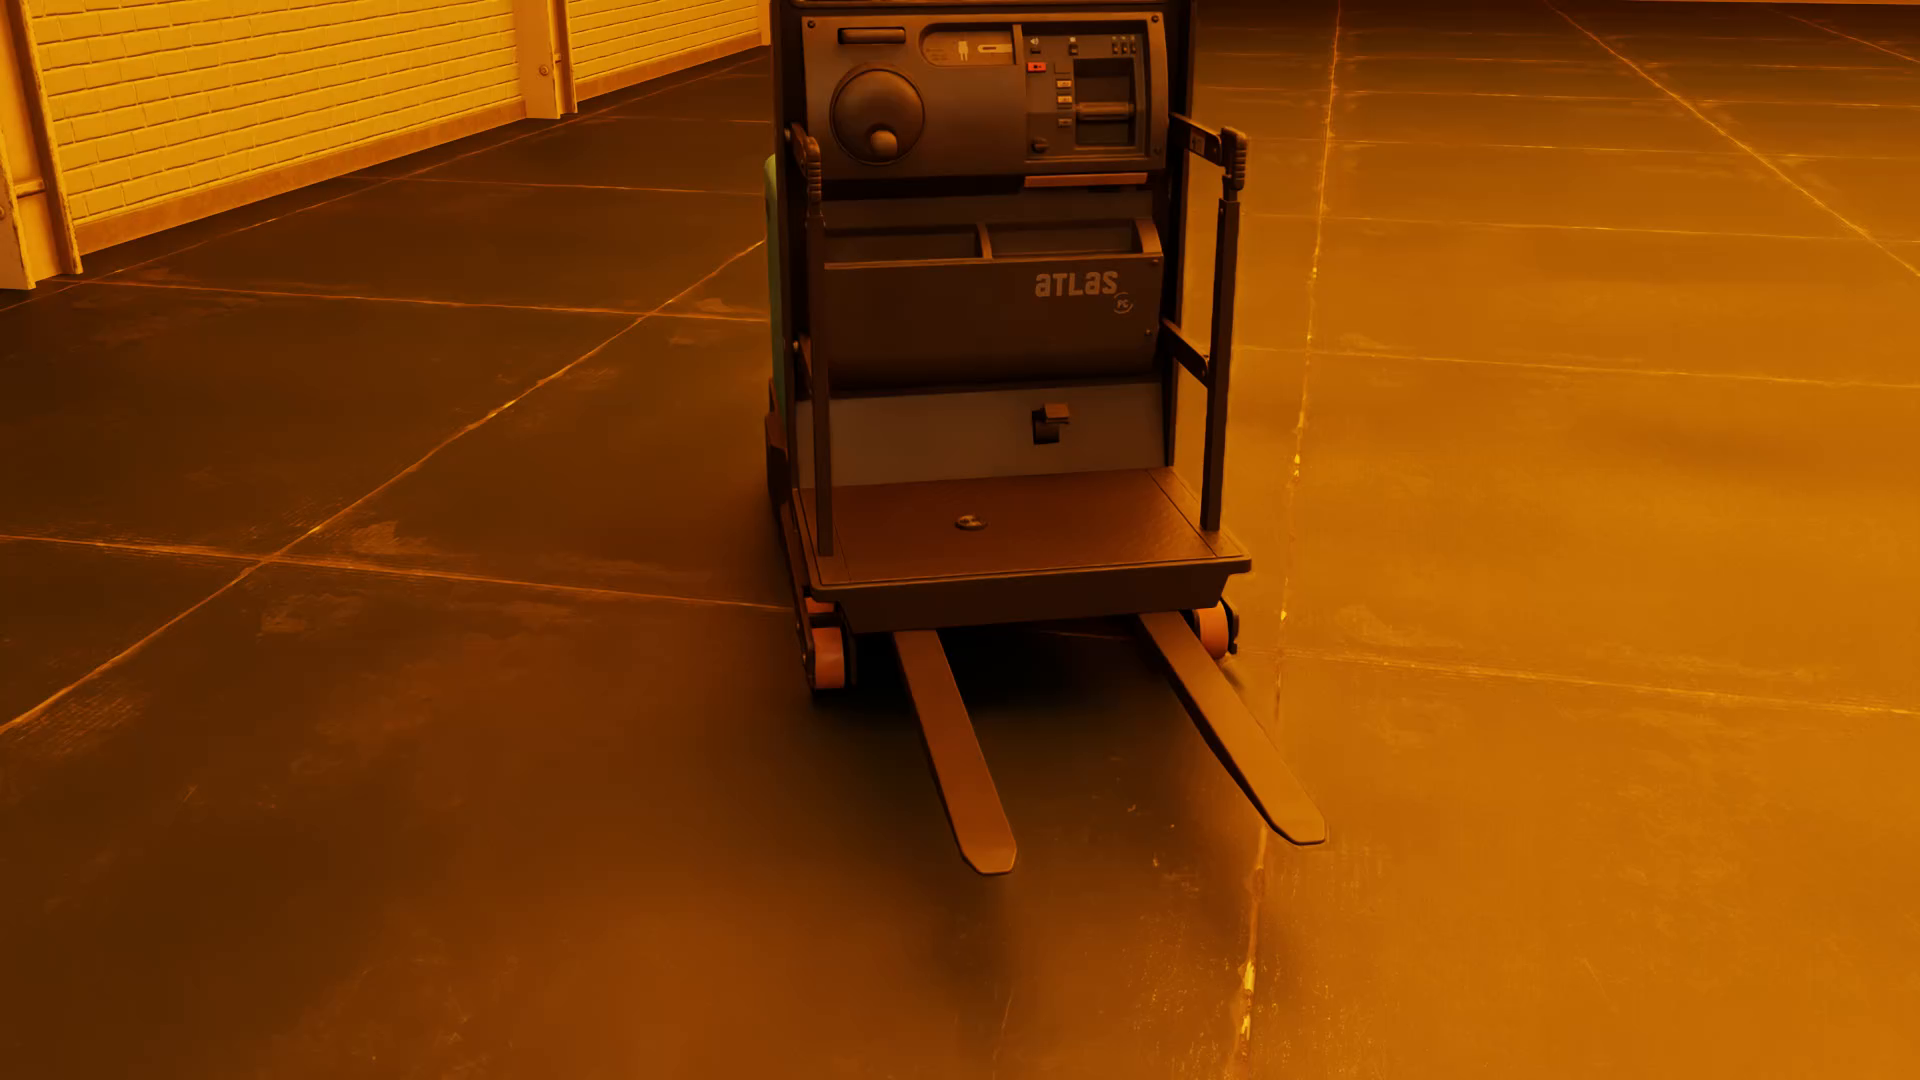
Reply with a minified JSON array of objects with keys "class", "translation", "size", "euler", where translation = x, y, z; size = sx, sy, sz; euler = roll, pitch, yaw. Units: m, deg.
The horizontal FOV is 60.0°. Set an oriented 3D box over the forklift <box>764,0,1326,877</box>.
[{"class":"forklift","translation":[0.108,-1.121,4.017],"size":[1.130,2.935,3.031],"euler":[-4,22,-9]}]
